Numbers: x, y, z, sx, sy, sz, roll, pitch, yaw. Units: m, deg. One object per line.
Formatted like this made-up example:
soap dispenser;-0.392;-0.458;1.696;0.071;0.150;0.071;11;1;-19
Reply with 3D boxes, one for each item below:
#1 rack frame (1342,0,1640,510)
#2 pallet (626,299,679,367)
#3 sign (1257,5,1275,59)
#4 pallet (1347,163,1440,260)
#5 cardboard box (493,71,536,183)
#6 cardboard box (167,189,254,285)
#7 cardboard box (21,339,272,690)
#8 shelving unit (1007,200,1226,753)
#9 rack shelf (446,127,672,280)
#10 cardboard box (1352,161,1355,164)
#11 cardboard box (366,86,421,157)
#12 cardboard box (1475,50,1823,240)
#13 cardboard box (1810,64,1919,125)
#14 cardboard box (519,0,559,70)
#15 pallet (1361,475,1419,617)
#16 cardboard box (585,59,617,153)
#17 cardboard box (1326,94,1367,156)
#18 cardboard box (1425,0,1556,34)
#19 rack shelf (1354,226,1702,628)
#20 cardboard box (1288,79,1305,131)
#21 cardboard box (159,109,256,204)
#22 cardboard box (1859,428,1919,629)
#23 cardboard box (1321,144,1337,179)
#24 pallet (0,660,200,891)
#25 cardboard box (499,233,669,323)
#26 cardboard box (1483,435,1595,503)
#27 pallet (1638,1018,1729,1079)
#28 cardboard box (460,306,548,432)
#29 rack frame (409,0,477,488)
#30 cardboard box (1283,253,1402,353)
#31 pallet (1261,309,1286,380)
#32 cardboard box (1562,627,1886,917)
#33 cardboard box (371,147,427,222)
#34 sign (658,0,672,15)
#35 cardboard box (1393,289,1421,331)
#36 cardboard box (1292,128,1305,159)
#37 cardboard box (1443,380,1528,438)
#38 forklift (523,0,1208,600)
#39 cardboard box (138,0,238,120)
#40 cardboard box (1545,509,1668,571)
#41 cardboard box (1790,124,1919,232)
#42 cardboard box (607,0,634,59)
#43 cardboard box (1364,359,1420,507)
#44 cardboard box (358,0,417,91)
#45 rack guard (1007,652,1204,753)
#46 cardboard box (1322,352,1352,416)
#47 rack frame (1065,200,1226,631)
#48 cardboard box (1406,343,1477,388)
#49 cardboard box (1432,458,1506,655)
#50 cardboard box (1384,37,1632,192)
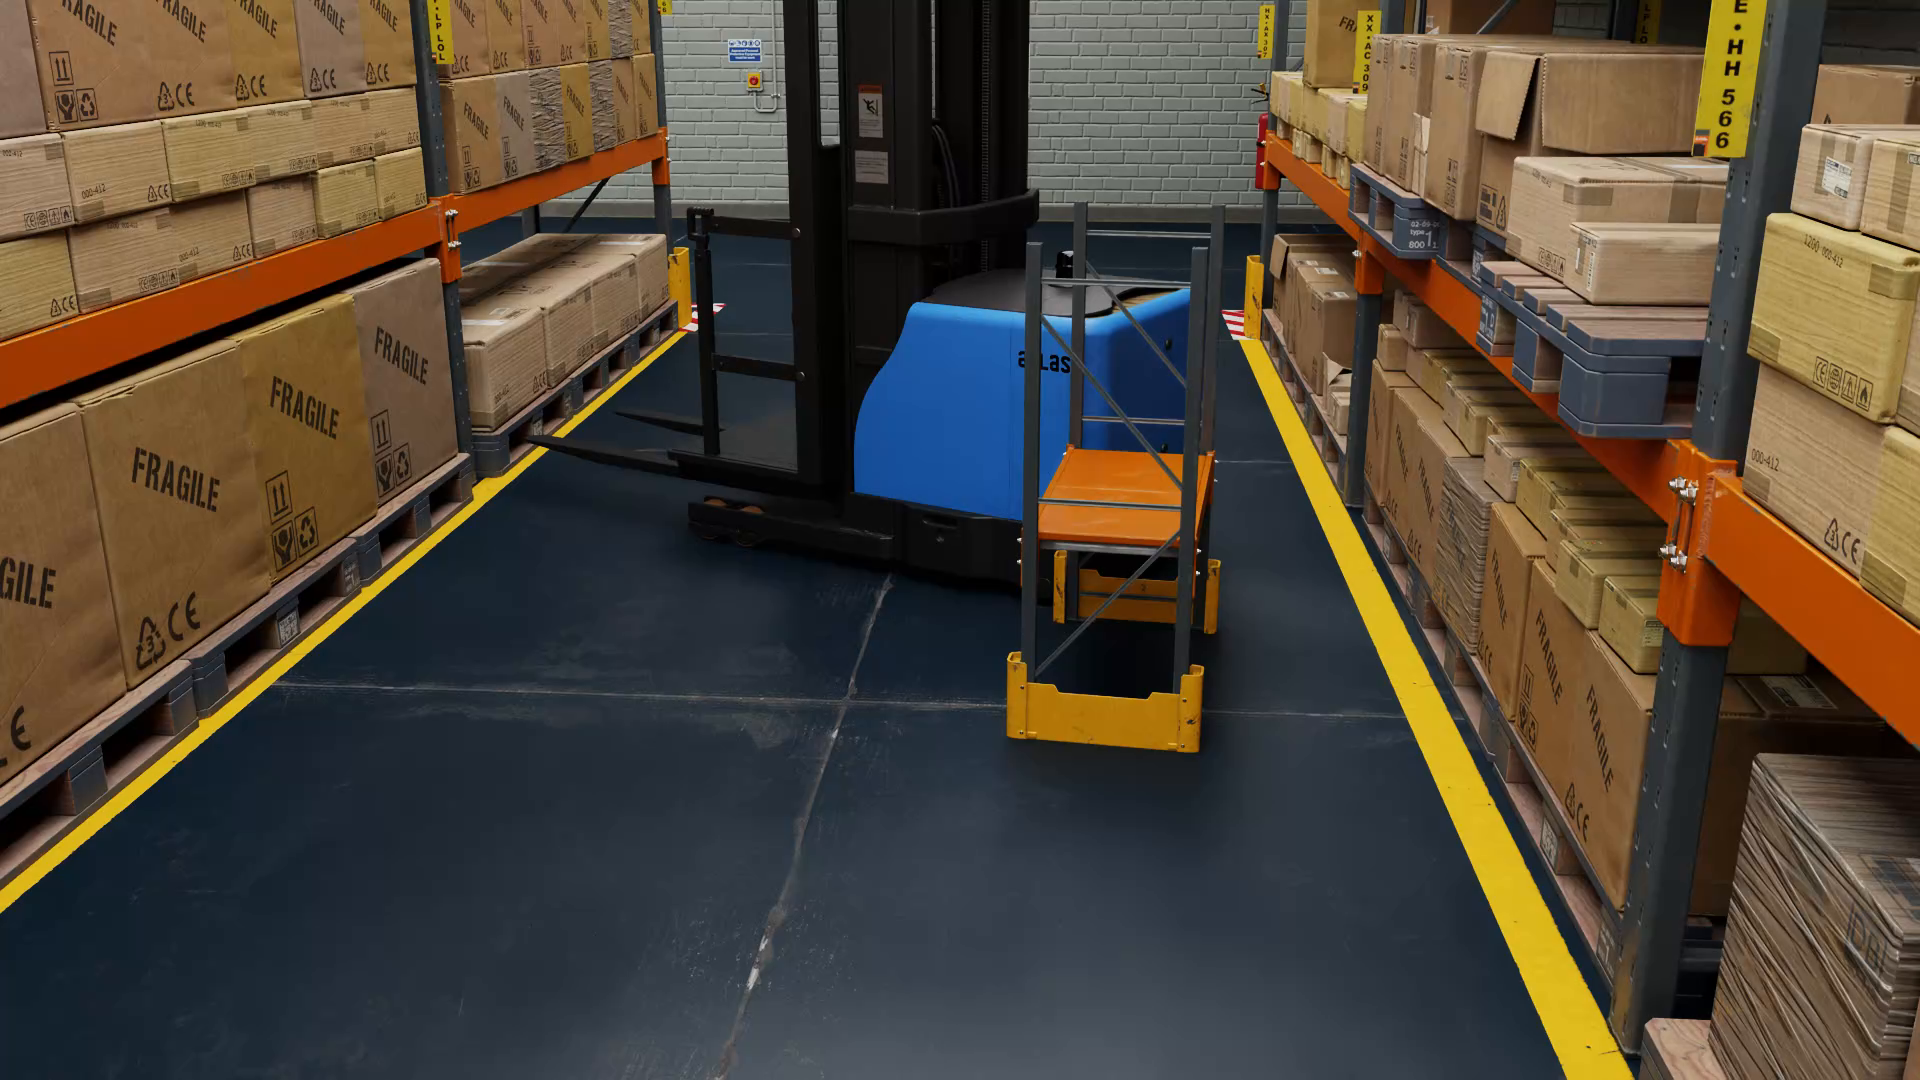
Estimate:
rack frame;2.206;-1.569;6.895;1.000;3.000;0.127;1;18;4
pallet;-2.437;-1.346;10.692;1.003;0.211;1.213;1;18;4
sign;1.952;-3.235;10.589;0.100;0.325;0.005;1;18;4
pallet;2.040;-1.232;6.175;1.003;0.211;1.213;1;18;4
cardboard box;-2.410;-2.023;8.118;0.500;0.500;0.500;1;18;4
cardboard box;-2.651;-0.988;5.361;0.500;0.250;0.500;1;18;4
cardboard box;-2.831;-0.116;5.198;0.875;0.875;0.875;2;18;5
shelving unit;0.532;-0.257;5.298;0.587;1.500;1.083;4;18;11
rack shelf;-2.601;-1.958;9.238;1.077;0.370;4.000;1;18;4
cardboard box;1.974;-1.636;7.502;0.380;0.149;0.250;2;18;5
cardboard box;-2.534;-1.703;6.741;0.500;0.250;0.500;1;18;4
cardboard box;1.852;-1.087;4.582;0.797;0.503;0.637;1;18;3
cardboard box;2.113;-0.731;3.500;0.500;0.500;0.500;2;18;7
cardboard box;-2.379;-2.660;8.457;0.500;0.500;0.500;2;18;5
pallet;2.186;0.009;6.556;1.003;0.211;1.213;1;18;4
cardboard box;-2.307;-2.498;9.568;0.500;0.500;0.500;2;18;6
cardboard box;2.021;-1.959;7.848;0.500;0.250;0.500;1;18;4
cardboard box;2.579;-2.452;8.149;0.500;0.500;0.500;1;18;2
rack shelf;2.063;-0.606;5.112;1.077;0.370;4.000;1;18;4
cardboard box;2.123;-2.433;9.294;0.500;0.250;0.500;1;18;3
cardboard box;-2.613;-1.227;5.289;0.500;0.250;0.500;2;18;5
cardboard box;1.603;0.033;2.247;0.500;0.250;0.500;1;18;3
cardboard box;2.005;-1.878;8.241;0.380;0.149;0.250;1;18;3
pallet;-2.900;0.645;4.615;1.003;0.211;1.213;1;18;4
cardboard box;-2.406;-1.696;10.723;0.875;0.438;0.875;1;18;2
cardboard box;1.826;-0.217;5.067;0.380;0.149;0.250;0;18;1
pallet;1.822;1.253;2.761;1.003;0.211;1.213;1;18;4
cardboard box;-2.593;-0.854;8.151;0.875;0.438;0.875;1;18;3
rack frame;-2.745;-1.679;7.230;1.000;3.000;0.127;1;18;4
cardboard box;2.255;-1.371;9.630;0.700;0.500;0.500;2;18;6
pallet;2.432;-1.215;10.293;1.003;0.211;1.213;1;18;4
cardboard box;1.736;0.525;3.843;0.500;0.500;0.500;2;18;6
cardboard box;-2.525;-1.463;6.811;0.500;0.250;0.500;1;18;3
sign;-1.918;-3.568;10.754;0.100;0.325;0.005;1;18;4
cardboard box;1.976;-0.924;6.746;0.380;0.149;0.250;1;18;3
cardboard box;2.054;-2.197;9.215;0.380;0.149;0.250;1;18;2
cardboard box;1.904;-0.454;5.789;0.380;0.149;0.250;1;18;4
forklift;-0.538;-1.493;6.773;3.031;2.935;1.130;11;21;29
cardboard box;-2.634;-1.578;5.156;0.500;0.500;0.500;2;18;5
cardboard box;1.754;0.028;4.320;0.380;0.149;0.250;1;18;2
cardboard box;1.603;-0.590;2.705;0.380;0.149;0.250;2;18;6
cardboard box;-2.263;-3.126;9.880;0.500;0.500;0.500;1;18;4
cardboard box;1.947;-0.436;6.776;0.500;0.500;0.500;2;18;6
cardboard box;-2.526;-2.057;6.618;0.500;0.500;0.500;2;18;6
rack guard;0.435;0.489;5.028;0.587;0.250;0.087;4;18;11
cardboard box;1.979;-0.760;8.142;0.396;0.266;0.258;2;18;6
rack frame;0.630;-0.409;5.763;0.500;1.500;0.032;4;18;11
cardboard box;1.973;-0.696;6.529;0.380;0.149;0.250;1;18;2
cardboard box;1.835;0.046;5.307;0.500;0.500;0.500;1;18;2
cardboard box;1.912;-1.510;5.880;0.700;0.500;0.500;1;18;5
